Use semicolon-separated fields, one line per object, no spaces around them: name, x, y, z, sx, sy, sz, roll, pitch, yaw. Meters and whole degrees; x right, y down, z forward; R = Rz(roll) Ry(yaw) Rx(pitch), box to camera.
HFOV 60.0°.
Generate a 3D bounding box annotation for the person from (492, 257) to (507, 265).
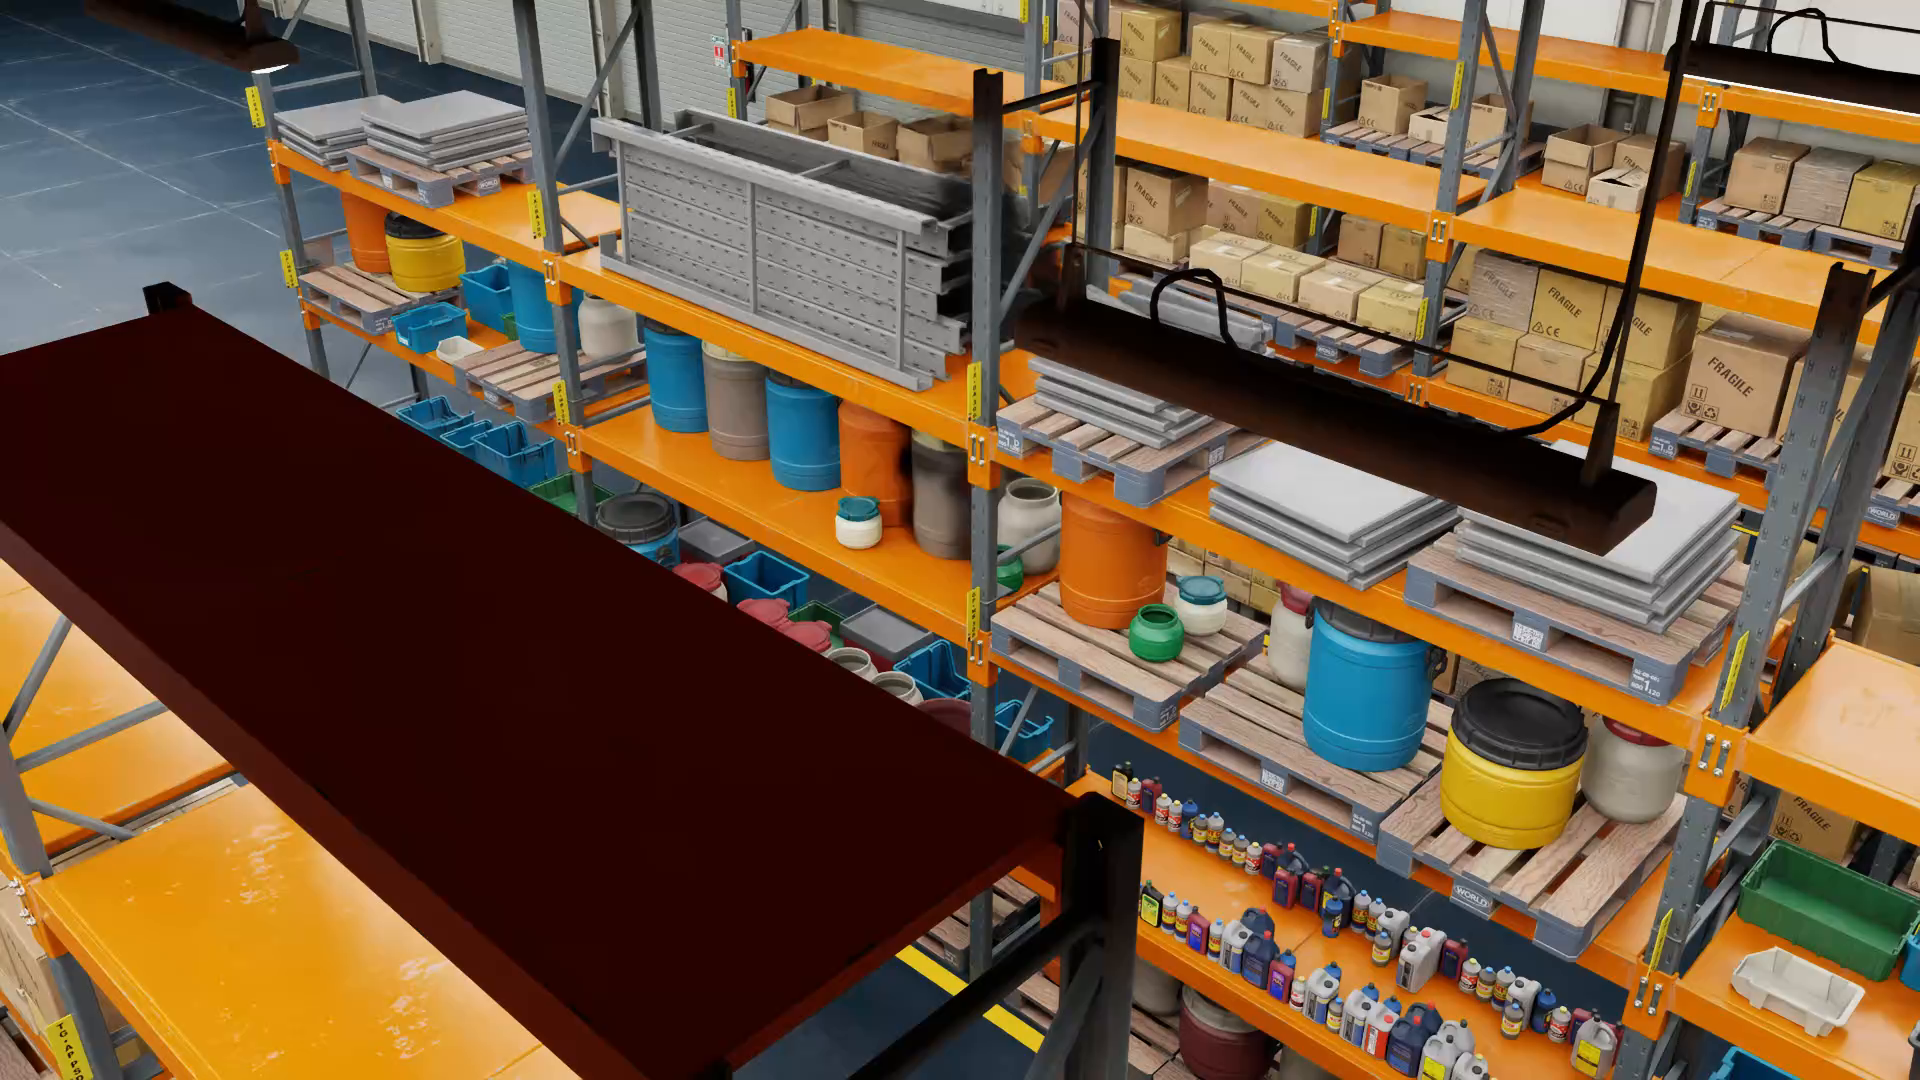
person;-5.220;-3.132;20.062;0.904;1.722;0.609;-16;33;-26
